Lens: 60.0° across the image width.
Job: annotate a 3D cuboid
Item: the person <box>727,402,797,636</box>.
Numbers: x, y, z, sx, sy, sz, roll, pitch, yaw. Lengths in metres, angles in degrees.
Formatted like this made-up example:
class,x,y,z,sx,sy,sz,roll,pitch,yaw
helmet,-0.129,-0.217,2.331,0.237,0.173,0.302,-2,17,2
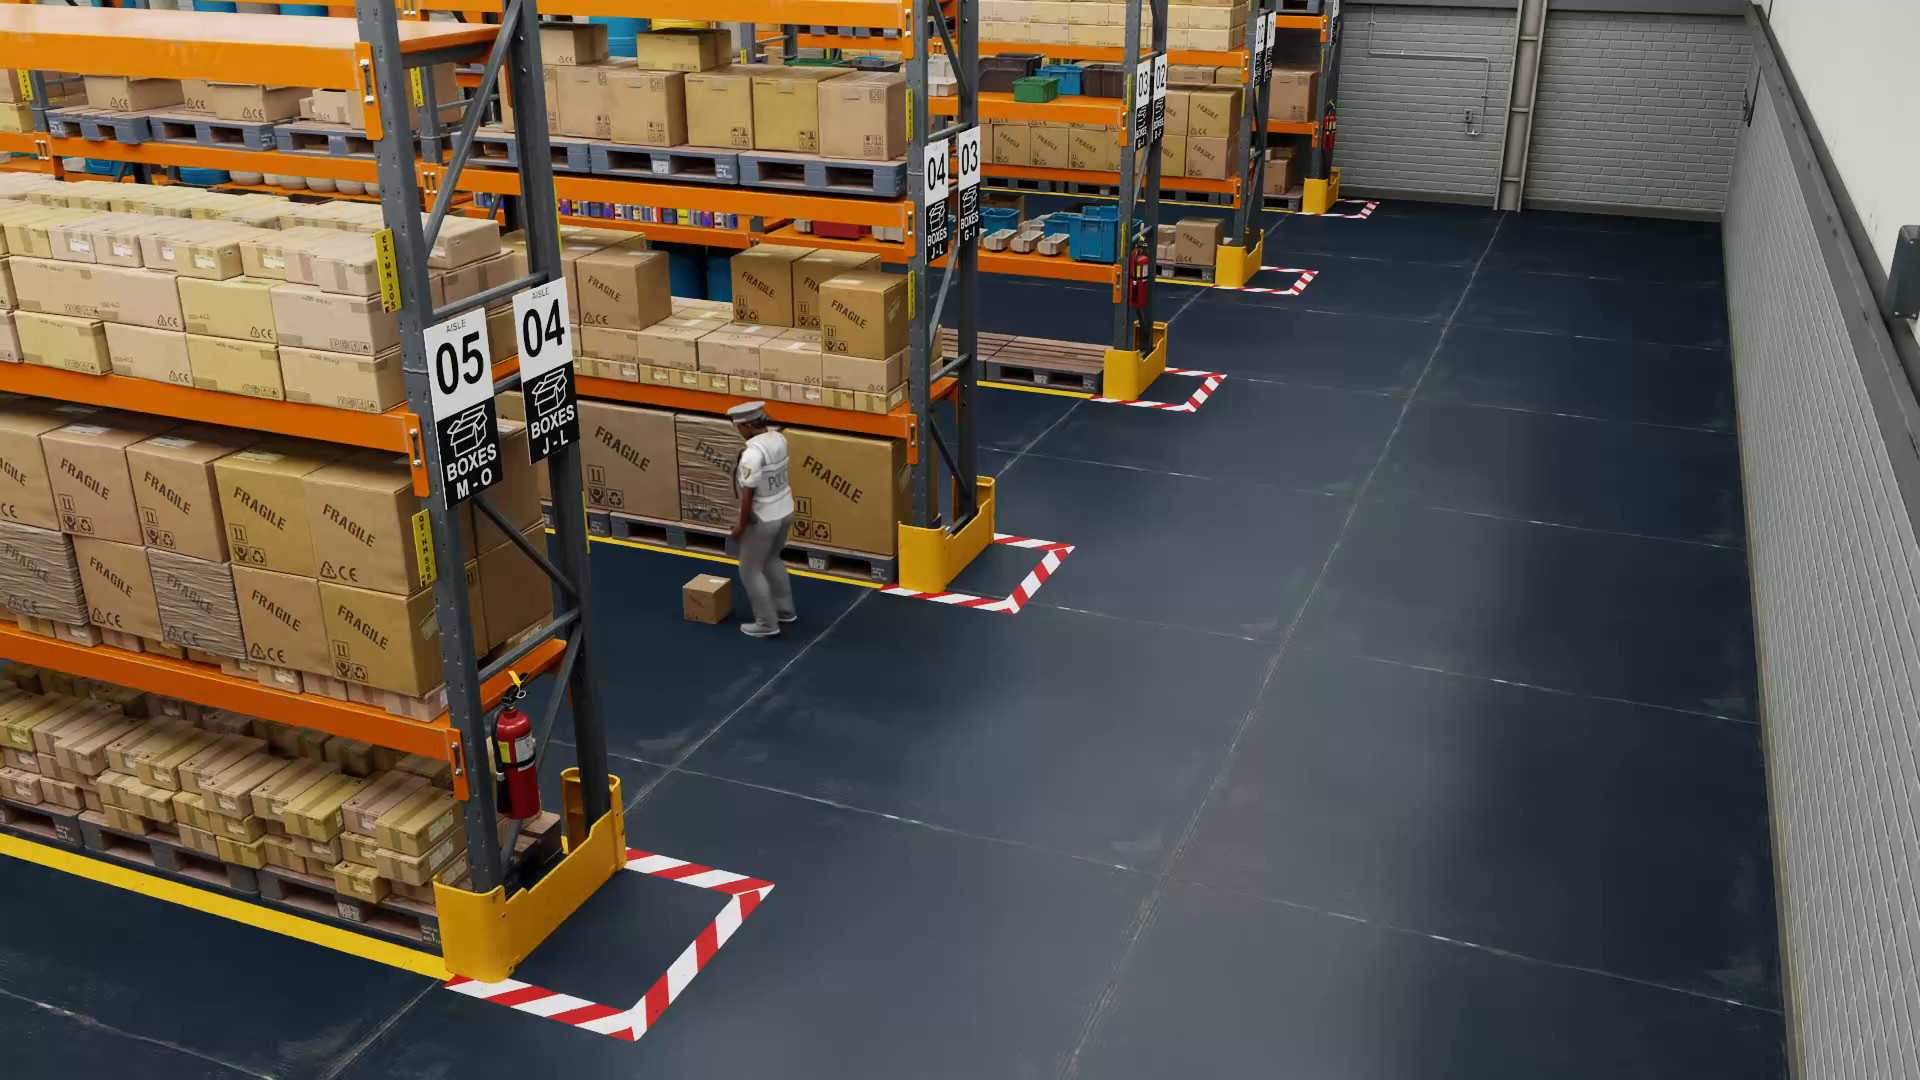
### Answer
class,x,y,z,sx,sy,sz,roll,pitch,yaw
person,-1.346,-0.140,11.290,0.394,1.641,0.448,9,24,21
